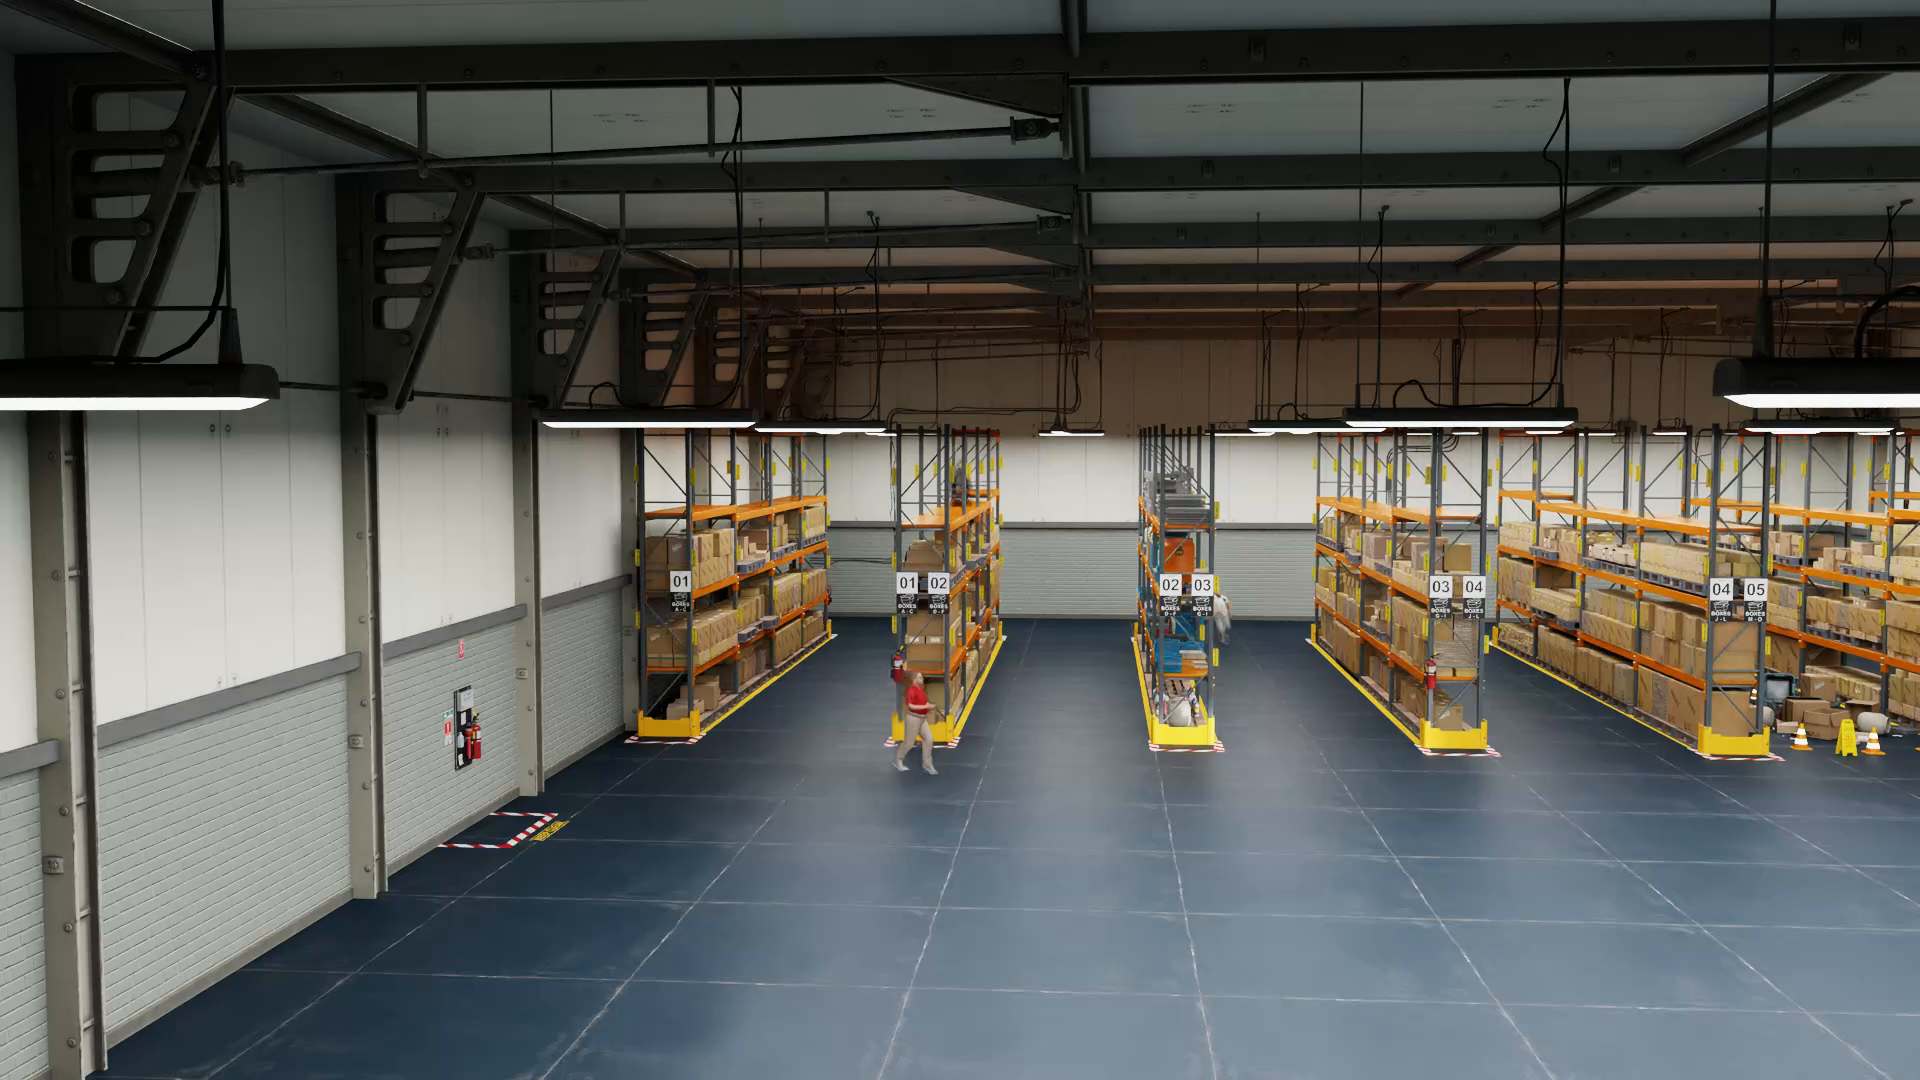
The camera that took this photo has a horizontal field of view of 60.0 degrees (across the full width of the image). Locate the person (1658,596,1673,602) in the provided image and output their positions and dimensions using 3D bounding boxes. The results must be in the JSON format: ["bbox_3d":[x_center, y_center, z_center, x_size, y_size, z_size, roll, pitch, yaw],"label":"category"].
[{"bbox_3d":[19.967,2.038,46.890,0.726,1.711,0.532,0,3,-1],"label":"person"}]

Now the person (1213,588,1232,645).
[{"bbox_3d":[7.249,2.117,46.201,0.643,1.603,0.538,0,3,-4],"label":"person"}]

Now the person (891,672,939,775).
[{"bbox_3d":[-0.782,3.133,28.376,0.826,1.787,0.644,2,4,24],"label":"person"}]

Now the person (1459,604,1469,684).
[{"bbox_3d":[11.766,2.424,39.206,0.644,1.829,0.850,0,3,-4],"label":"person"}]
